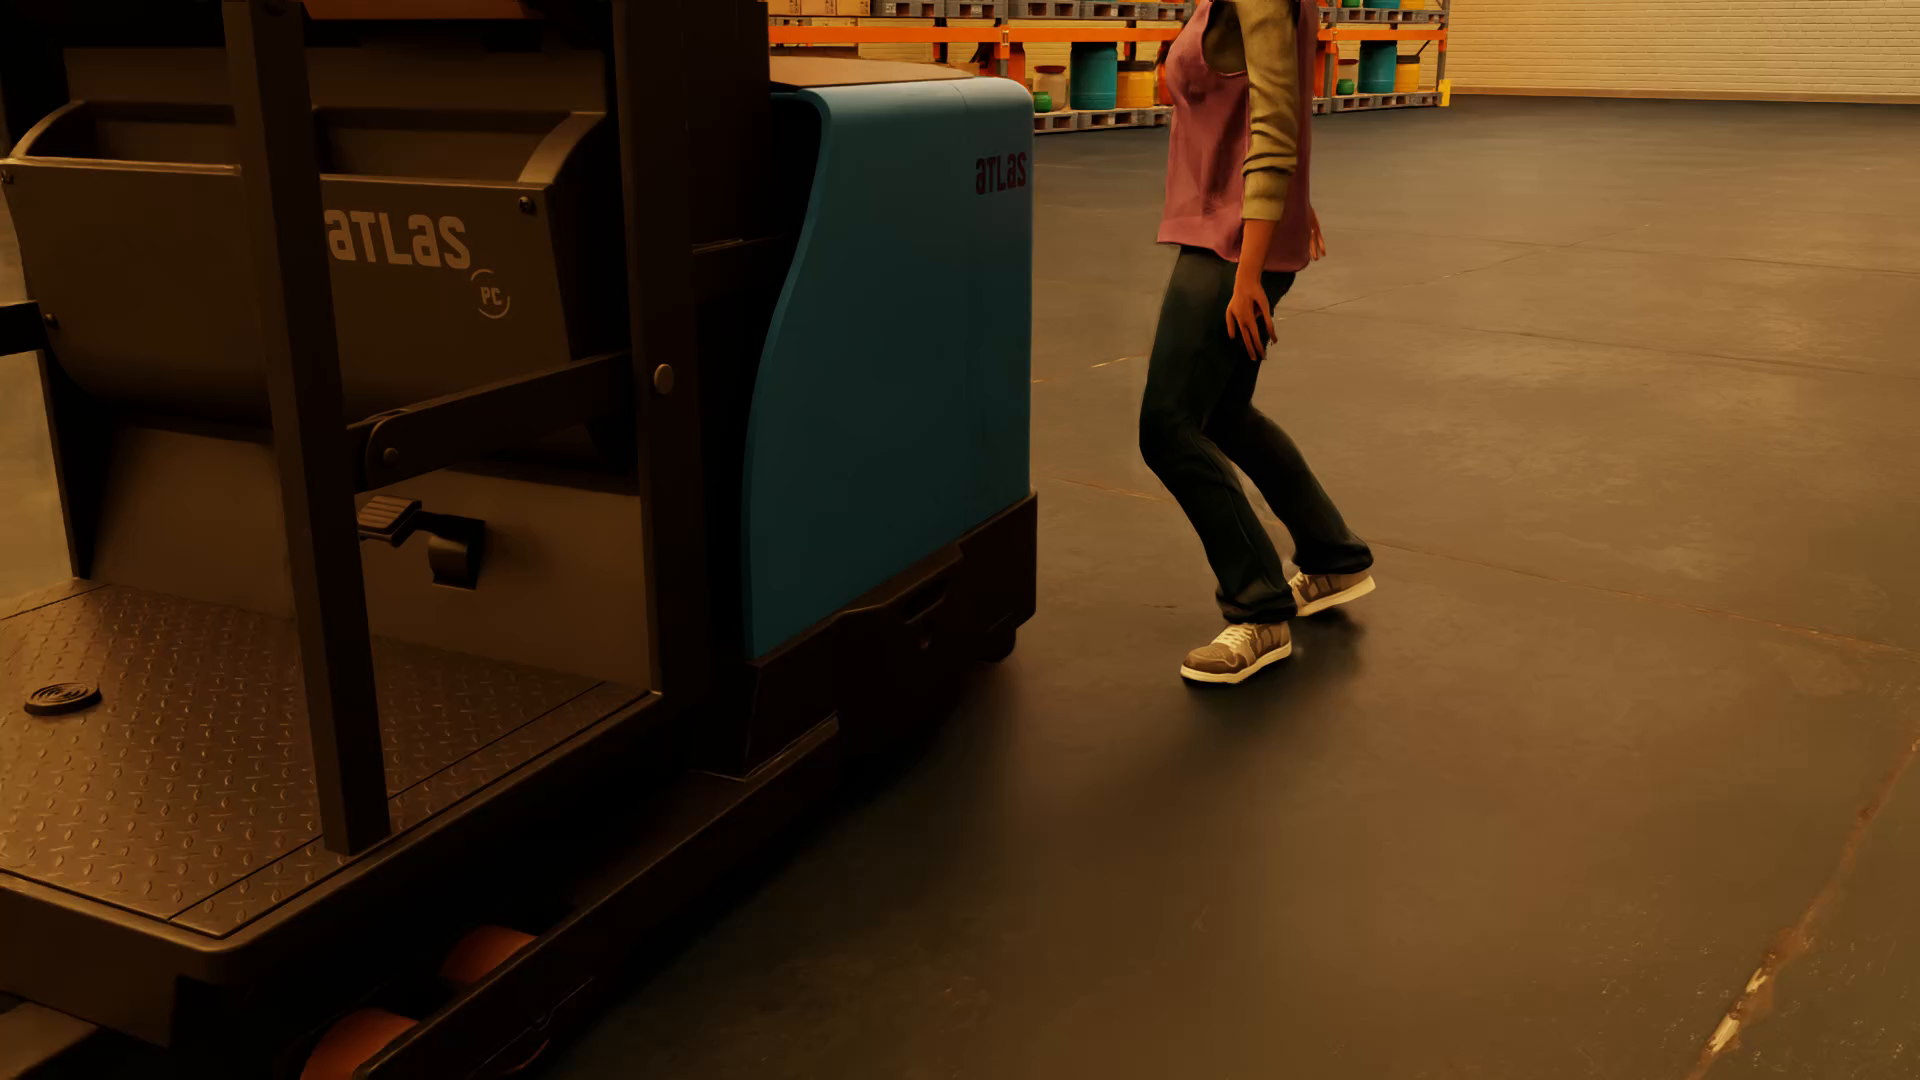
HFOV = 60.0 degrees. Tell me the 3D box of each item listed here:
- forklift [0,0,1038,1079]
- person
[{"bbox_3d":[-0.943,-0.882,1.800,1.130,2.935,3.031,8,19,24],"label":"forklift"},{"bbox_3d":[0.609,-0.542,3.158,0.440,1.548,0.747,5,18,15],"label":"person"}]
